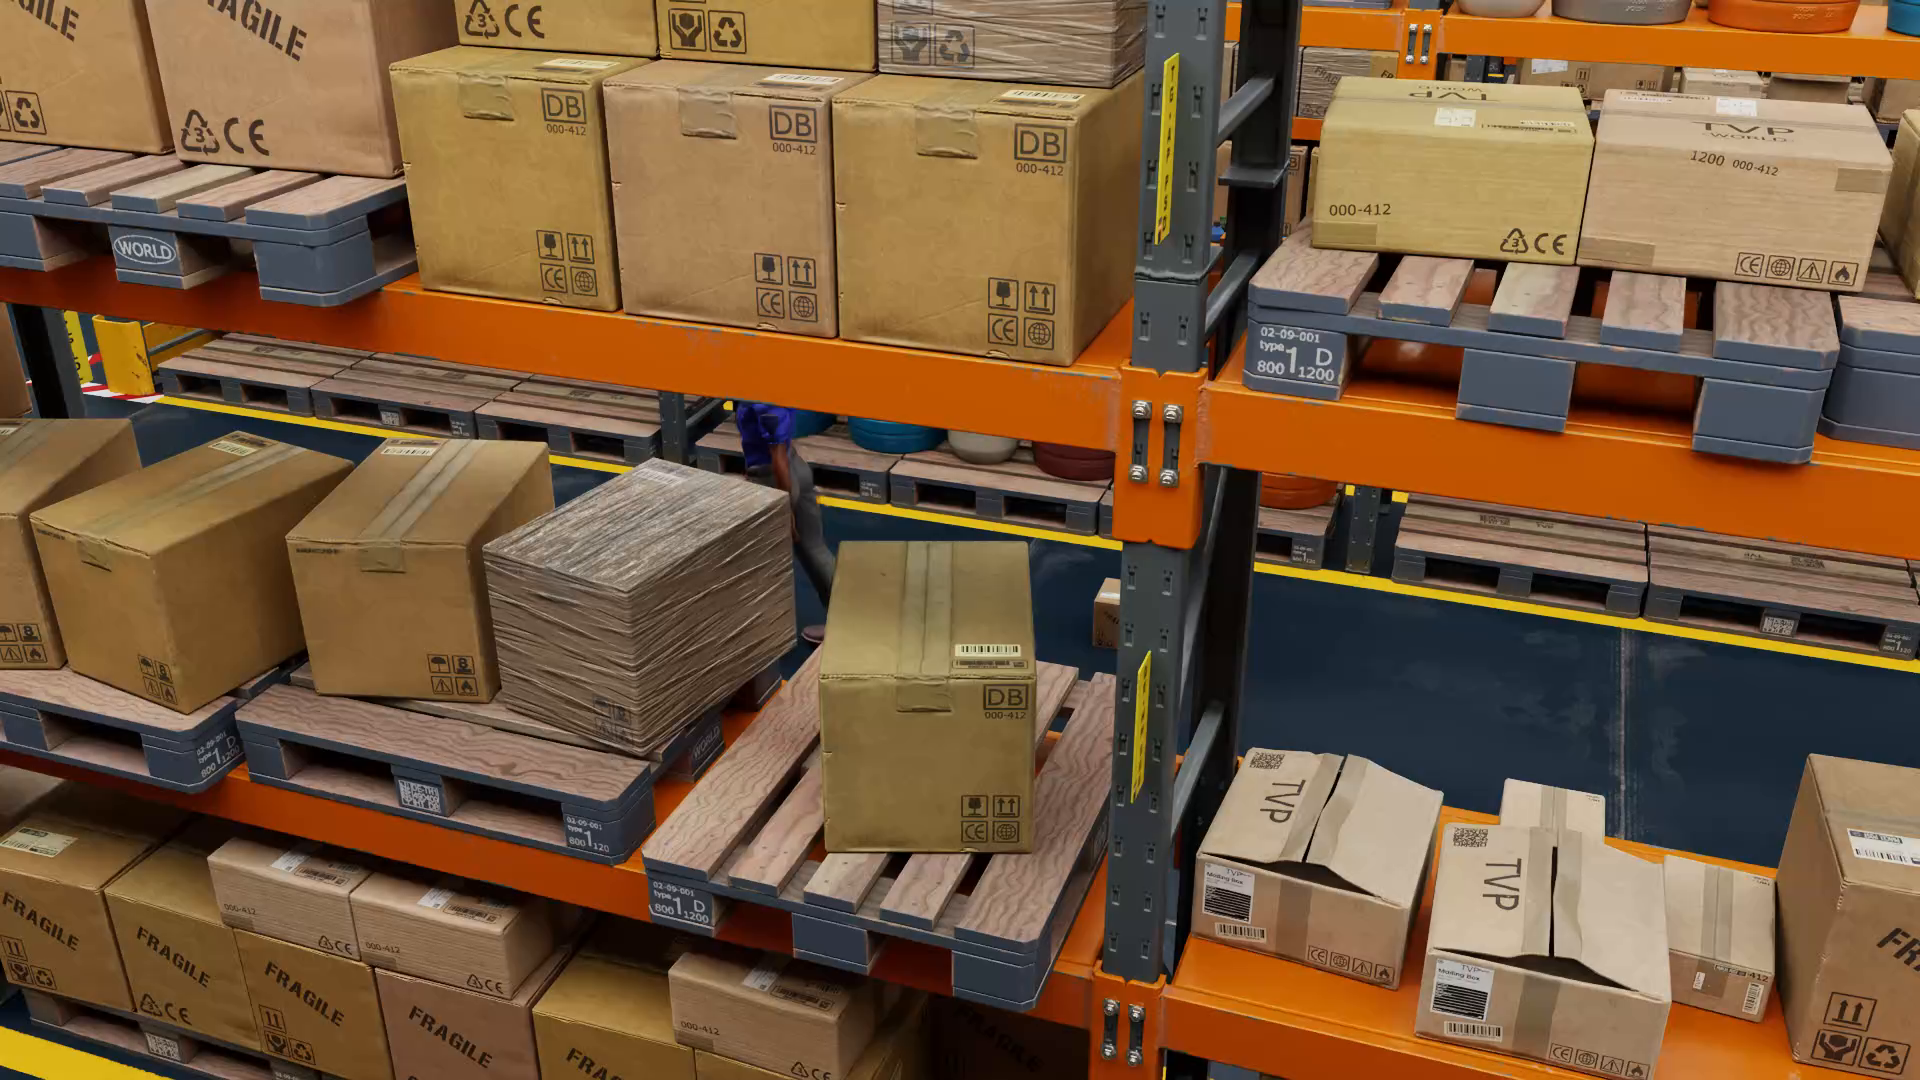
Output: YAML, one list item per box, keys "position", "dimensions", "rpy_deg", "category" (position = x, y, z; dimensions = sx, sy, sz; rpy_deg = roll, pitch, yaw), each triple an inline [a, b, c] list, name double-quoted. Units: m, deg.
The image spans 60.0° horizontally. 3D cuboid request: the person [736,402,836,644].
- position: [-0.931, -0.256, 7.633]
  dimensions: [0.937, 1.594, 0.497]
  rpy_deg: [6, 26, 11]
  category: "person"
